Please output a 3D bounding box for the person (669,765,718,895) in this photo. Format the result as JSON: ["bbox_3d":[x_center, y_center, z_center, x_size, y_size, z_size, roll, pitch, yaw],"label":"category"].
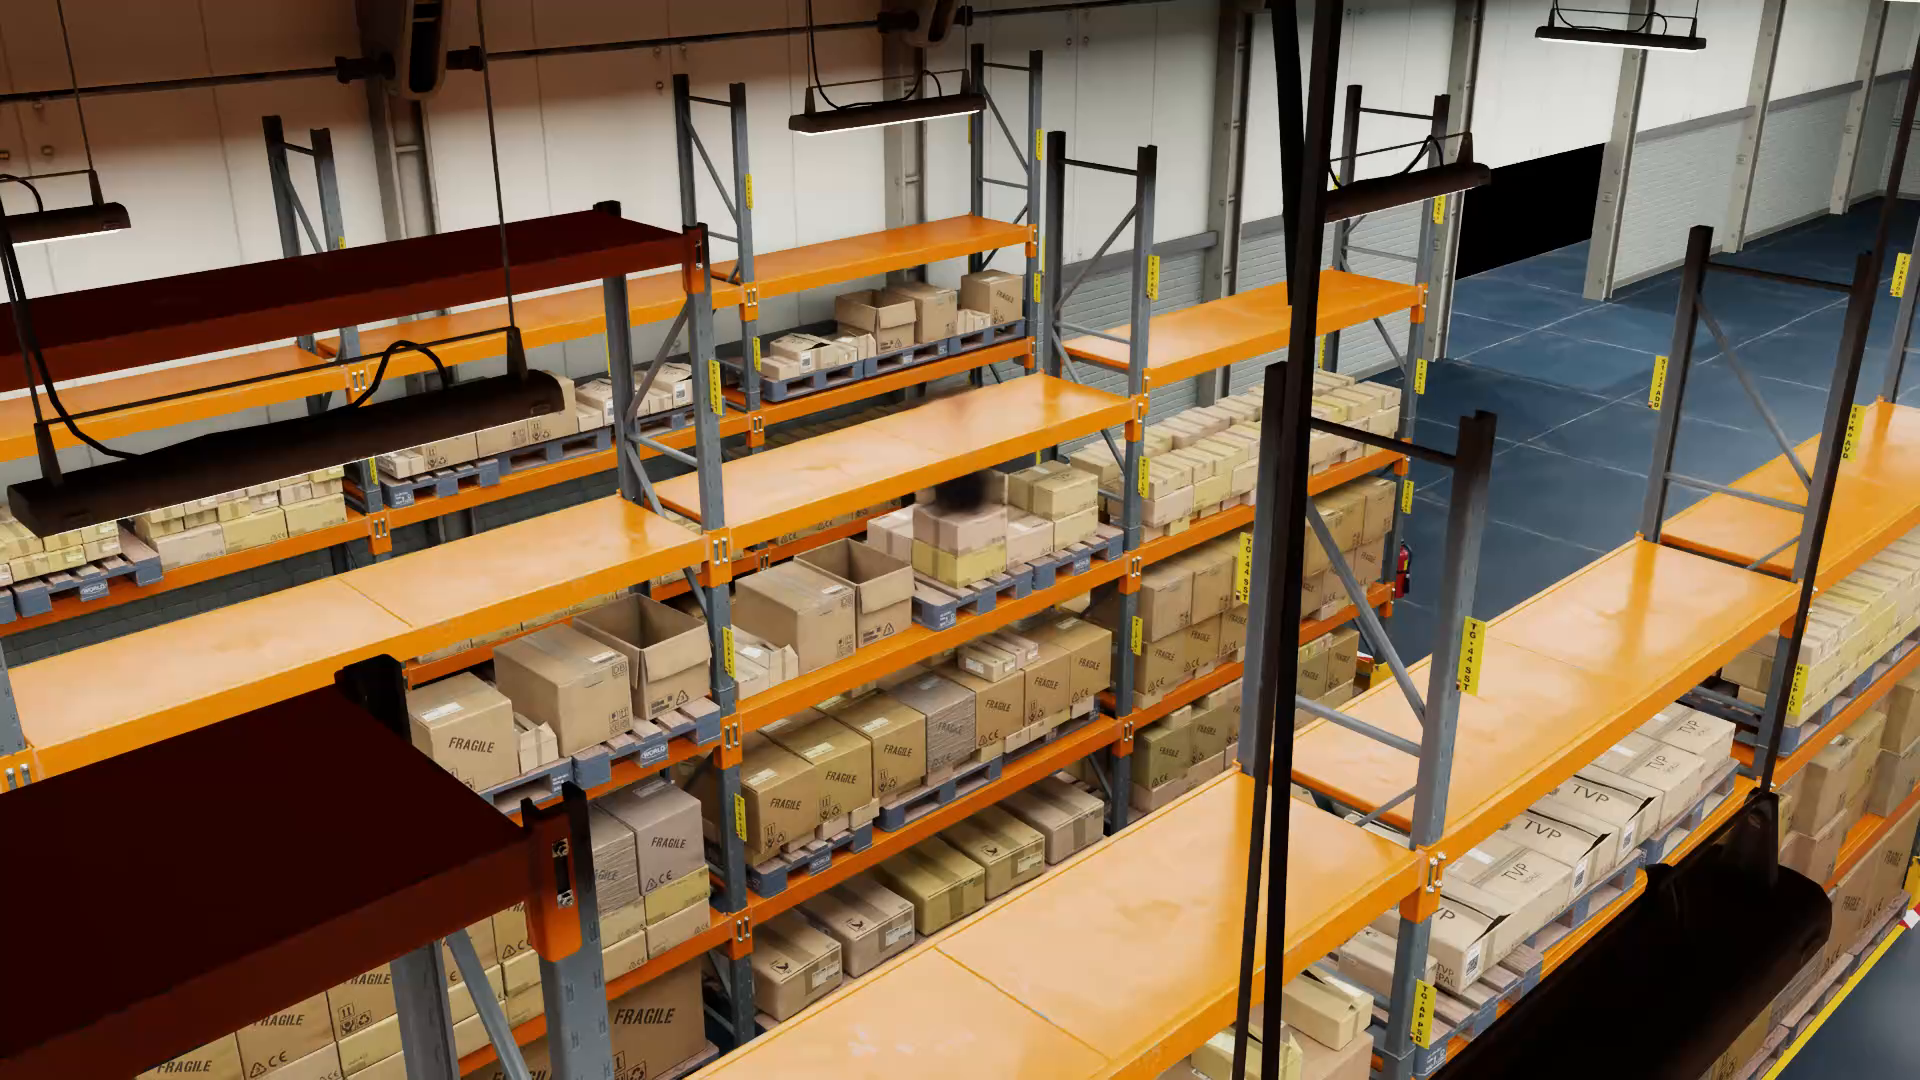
[{"bbox_3d":[-2.055,2.094,13.552,0.680,1.734,0.762,17,28,35],"label":"person"}]
